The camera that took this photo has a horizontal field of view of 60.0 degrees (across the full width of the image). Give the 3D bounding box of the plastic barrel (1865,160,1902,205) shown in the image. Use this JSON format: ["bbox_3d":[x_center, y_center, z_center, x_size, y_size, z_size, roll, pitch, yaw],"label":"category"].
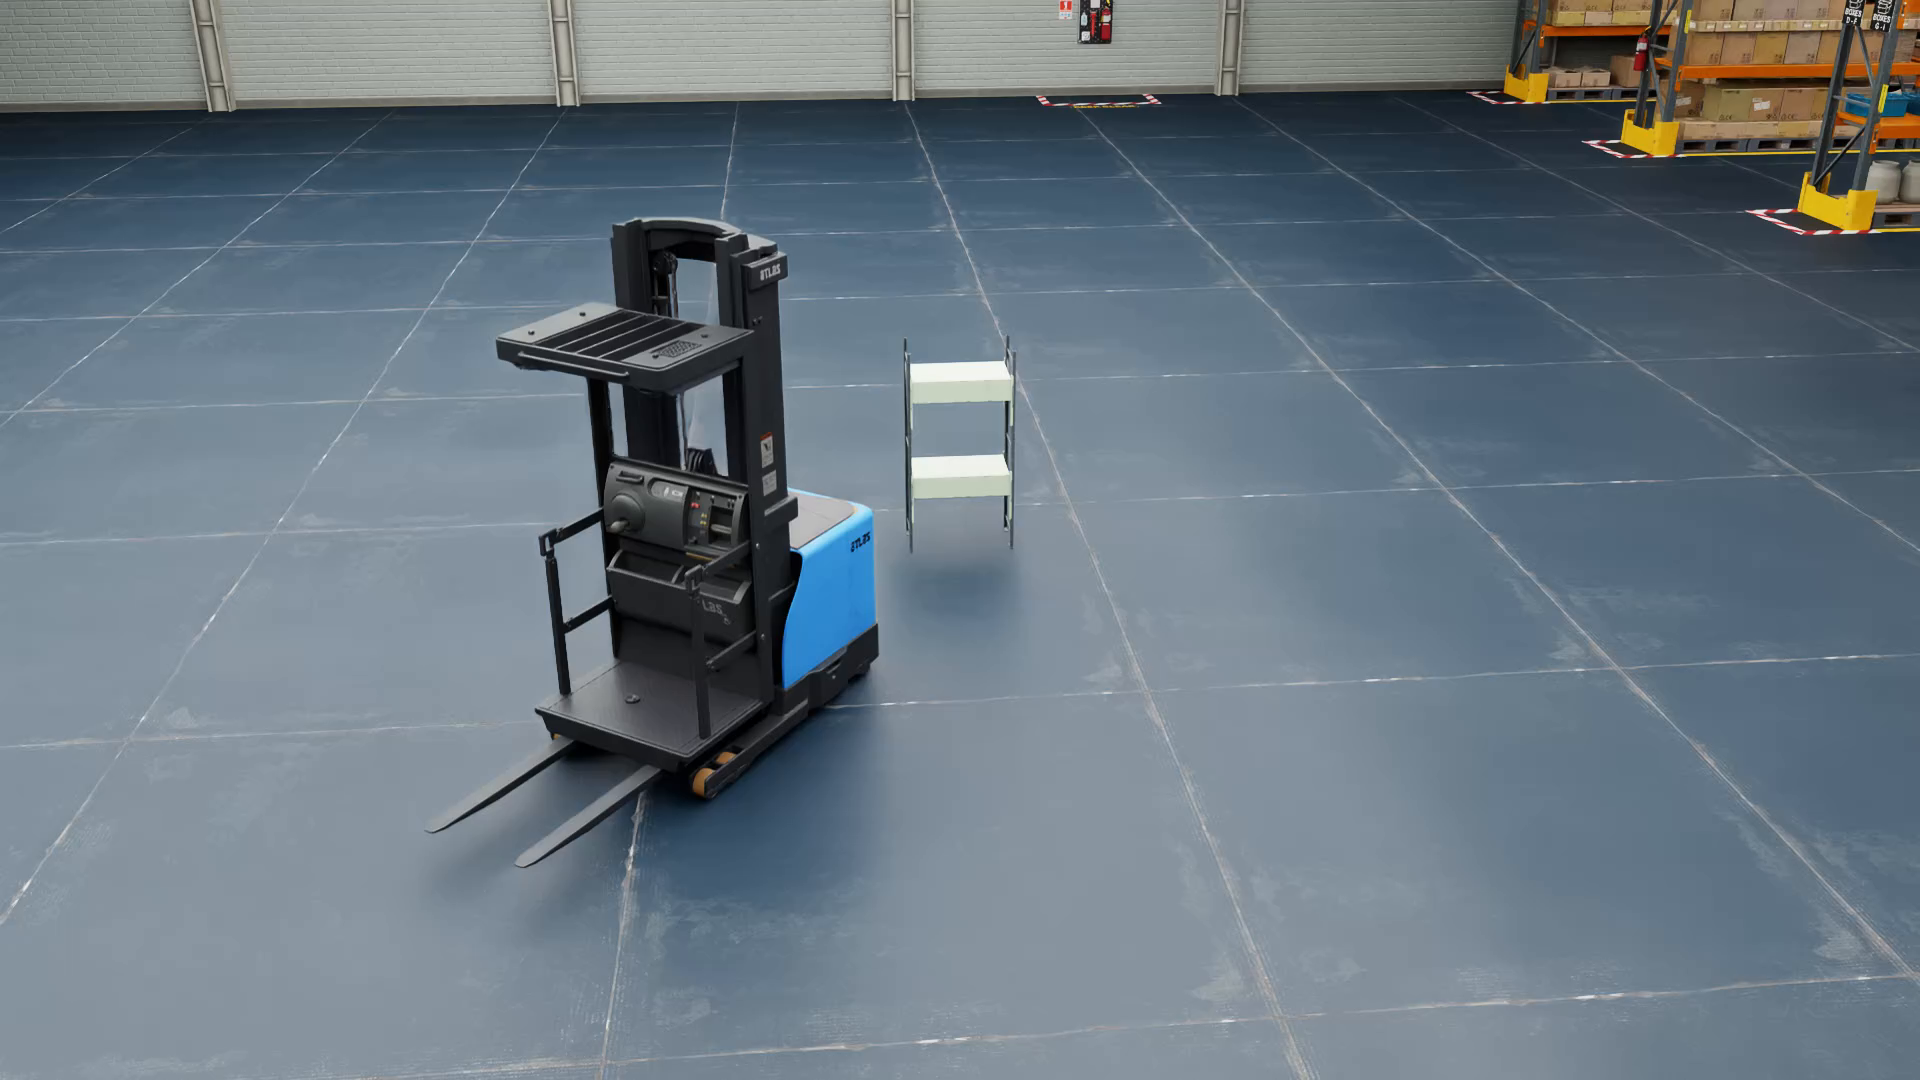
[{"bbox_3d":[11.920,-4.623,21.505,0.421,0.512,0.421,0,24,0],"label":"plastic barrel"}]

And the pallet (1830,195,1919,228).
[{"bbox_3d":[12.152,-4.289,21.640,1.213,0.211,1.003,-2,24,-5],"label":"pallet"}]

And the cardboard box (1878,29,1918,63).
[{"bbox_3d":[14.329,-7.698,25.754,0.500,0.500,0.700,-3,24,-7],"label":"cardboard box"}]

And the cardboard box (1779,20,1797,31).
[{"bbox_3d":[12.482,-7.836,25.266,0.250,0.149,0.380,-3,24,-6],"label":"cardboard box"}]

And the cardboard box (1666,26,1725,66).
[{"bbox_3d":[11.255,-7.573,25.471,0.500,0.500,0.700,-2,24,-5],"label":"cardboard box"}]

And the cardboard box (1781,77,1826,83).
[{"bbox_3d":[13.283,-7.019,26.294,0.500,0.500,0.500,-2,24,-5],"label":"cardboard box"}]

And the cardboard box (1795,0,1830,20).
[{"bbox_3d":[12.831,-8.231,25.355,0.500,0.500,0.700,-2,24,-5],"label":"cardboard box"}]

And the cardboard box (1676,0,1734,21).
[{"bbox_3d":[11.308,-8.167,25.212,0.500,0.500,0.700,-2,24,-5],"label":"cardboard box"}]

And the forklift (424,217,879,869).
[{"bbox_3d":[-1.674,-0.139,8.954,1.130,2.935,3.031,13,27,27],"label":"forklift"}]

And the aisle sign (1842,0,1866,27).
[{"bbox_3d":[11.172,-6.816,20.692,0.004,0.787,0.394,-2,24,-5],"label":"aisle sign"}]

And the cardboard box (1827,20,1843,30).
[{"bbox_3d":[13.257,-7.868,25.336,0.250,0.149,0.380,-2,24,-4],"label":"cardboard box"}]

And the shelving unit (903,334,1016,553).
[{"bbox_3d":[-0.007,-0.685,11.945,0.755,1.500,0.431,-2,24,-5],"label":"shelving unit"}]

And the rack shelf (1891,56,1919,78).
[{"bbox_3d":[16.760,-7.424,26.146,4.000,0.370,1.077,-2,24,-5],"label":"rack shelf"}]

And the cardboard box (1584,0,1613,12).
[{"bbox_3d":[11.296,-9.712,29.644,0.500,0.500,0.500,-2,24,-5],"label":"cardboard box"}]

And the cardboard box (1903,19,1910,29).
[{"bbox_3d":[14.274,-7.909,25.428,0.250,0.149,0.380,-3,24,-6],"label":"cardboard box"}]

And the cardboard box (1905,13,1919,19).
[{"bbox_3d":[14.329,-8.291,25.491,0.500,0.500,0.700,-2,24,-5],"label":"cardboard box"}]

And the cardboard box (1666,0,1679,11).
[{"bbox_3d":[12.841,-9.777,29.789,0.500,0.500,0.500,-3,24,-7],"label":"cardboard box"}]

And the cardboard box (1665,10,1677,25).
[{"bbox_3d":[12.842,-9.431,29.936,0.500,0.250,0.500,-2,24,-5],"label":"cardboard box"}]

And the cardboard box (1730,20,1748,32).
[{"bbox_3d":[11.712,-7.805,25.195,0.250,0.149,0.380,-2,24,-5],"label":"cardboard box"}]

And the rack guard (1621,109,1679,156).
[{"bbox_3d":[10.765,-6.370,25.966,0.348,0.500,1.175,-2,24,-5],"label":"rack guard"}]

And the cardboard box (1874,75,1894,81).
[{"bbox_3d":[17.025,-8.870,31.049,0.500,0.500,0.700,-2,24,-5],"label":"cardboard box"}]

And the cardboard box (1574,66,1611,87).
[{"bbox_3d":[11.563,-8.502,30.453,0.500,0.311,0.500,0,24,-1],"label":"cardboard box"}]

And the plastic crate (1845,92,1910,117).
[{"bbox_3d":[11.741,-5.584,21.303,0.616,0.251,0.499,-2,24,-5],"label":"plastic crate"}]

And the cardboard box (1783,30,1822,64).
[{"bbox_3d":[12.795,-7.635,25.612,0.500,0.500,0.700,-2,24,-4],"label":"cardboard box"}]

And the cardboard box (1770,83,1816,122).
[{"bbox_3d":[12.838,-6.782,25.760,0.500,0.500,0.500,-2,24,-5],"label":"cardboard box"}]

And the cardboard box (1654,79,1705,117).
[{"bbox_3d":[11.294,-6.933,26.100,0.500,0.500,0.500,-2,24,-5],"label":"cardboard box"}]

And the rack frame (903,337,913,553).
[{"bbox_3d":[-0.371,-0.670,11.912,0.023,1.500,0.400,-2,24,-5],"label":"rack frame"}]

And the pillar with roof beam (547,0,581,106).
[{"bbox_3d":[-6.579,-10.176,24.065,0.400,9.000,9.100,-2,24,-5],"label":"pillar with roof beam"}]

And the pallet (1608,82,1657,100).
[{"bbox_3d":[12.398,-8.310,30.686,1.213,0.211,1.003,-2,24,-5],"label":"pallet"}]

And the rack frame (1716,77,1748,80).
[{"bbox_3d":[14.279,-9.675,30.324,0.127,3.000,1.000,-2,24,-5],"label":"rack frame"}]

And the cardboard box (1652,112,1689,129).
[{"bbox_3d":[11.294,-6.590,26.251,0.500,0.250,0.500,-2,24,-5],"label":"cardboard box"}]

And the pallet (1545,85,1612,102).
[{"bbox_3d":[11.186,-8.262,30.579,1.213,0.211,1.003,-2,24,-5],"label":"pallet"}]

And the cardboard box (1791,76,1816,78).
[{"bbox_3d":[15.519,-8.811,30.916,0.500,0.500,0.700,-3,24,-6],"label":"cardboard box"}]

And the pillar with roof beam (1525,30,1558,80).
[{"bbox_3d":[11.333,-10.894,25.681,0.400,9.000,9.100,-2,24,-5],"label":"pillar with roof beam"}]

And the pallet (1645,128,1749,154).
[{"bbox_3d":[11.546,-6.287,26.134,1.213,0.211,1.003,-2,24,-5],"label":"pallet"}]

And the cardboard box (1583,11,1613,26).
[{"bbox_3d":[11.331,-9.374,29.806,0.500,0.250,0.500,-3,24,-7],"label":"cardboard box"}]

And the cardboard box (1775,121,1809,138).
[{"bbox_3d":[12.838,-6.439,25.913,0.500,0.250,0.500,-2,24,-5],"label":"cardboard box"}]

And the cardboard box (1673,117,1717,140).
[{"bbox_3d":[11.345,-6.380,25.780,0.500,0.250,0.500,-2,24,-5],"label":"cardboard box"}]

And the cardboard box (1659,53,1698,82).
[{"bbox_3d":[13.250,-8.676,30.613,0.500,0.500,0.500,-4,24,-9],"label":"cardboard box"}]

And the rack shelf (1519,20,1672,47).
[{"bbox_3d":[12.289,-9.267,30.291,4.000,0.370,1.077,-2,24,-5],"label":"rack shelf"}]

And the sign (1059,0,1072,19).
[{"bbox_3d":[1.916,-9.606,30.125,0.234,0.329,0.001,-2,24,-5],"label":"sign"}]
